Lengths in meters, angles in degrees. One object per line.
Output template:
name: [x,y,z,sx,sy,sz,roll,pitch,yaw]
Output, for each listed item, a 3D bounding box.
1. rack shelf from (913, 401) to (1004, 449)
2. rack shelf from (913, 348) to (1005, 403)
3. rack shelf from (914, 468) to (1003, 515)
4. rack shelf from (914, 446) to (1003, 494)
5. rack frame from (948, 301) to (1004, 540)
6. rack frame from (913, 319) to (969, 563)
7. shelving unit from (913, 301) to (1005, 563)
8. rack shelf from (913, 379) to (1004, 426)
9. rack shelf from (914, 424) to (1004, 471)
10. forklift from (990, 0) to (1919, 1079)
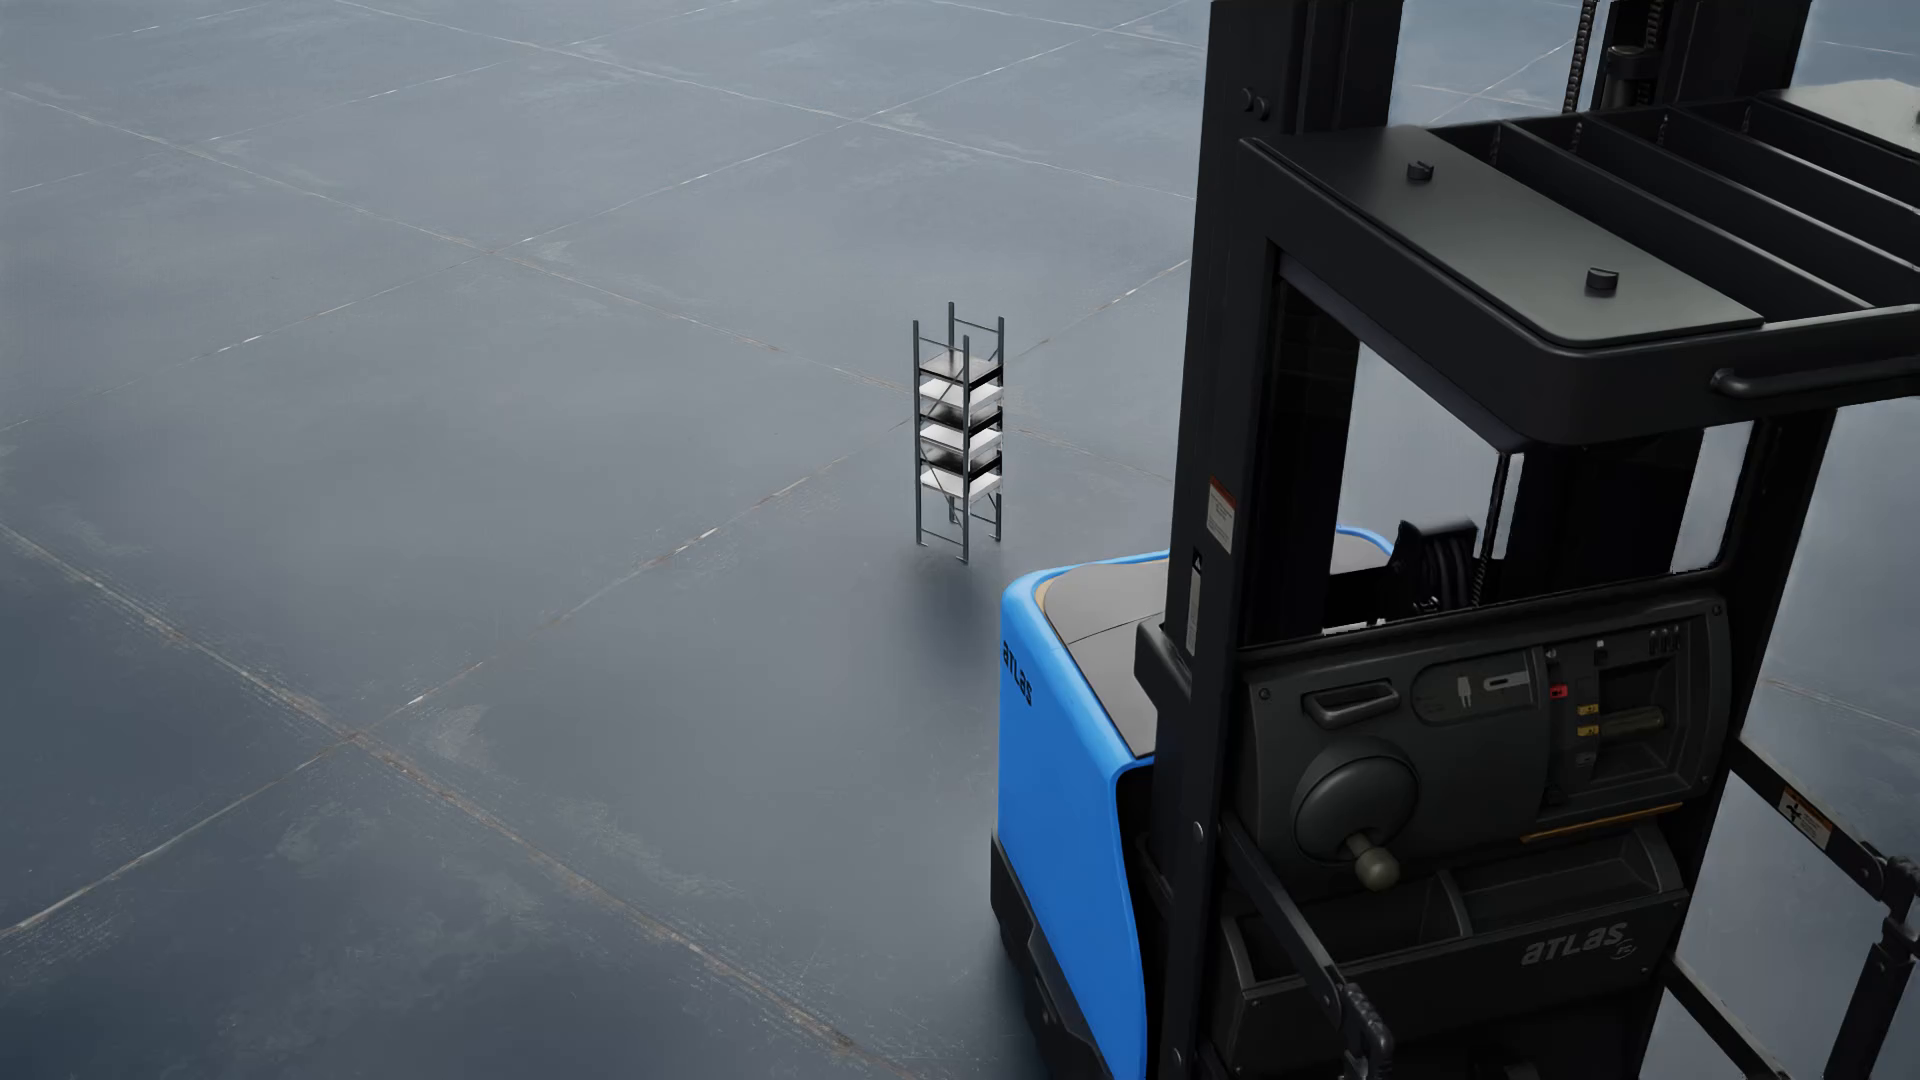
rack shelf: [-0.005,-0.433,5.986,0.258,0.077,0.200,21,37,31]
rack shelf: [-0.005,-0.587,5.894,0.258,0.077,0.200,21,37,31]
rack shelf: [-0.005,-0.200,6.124,0.258,0.077,0.200,21,37,31]
rack shelf: [-0.005,-0.278,6.078,0.258,0.077,0.200,21,37,31]
rack frame: [0.056,-0.425,6.085,0.240,0.900,0.006,21,37,31]
rack frame: [-0.066,-0.342,5.945,0.240,0.900,0.006,21,37,31]
shelving unit: [-0.005,-0.384,6.015,0.258,0.900,0.210,21,37,31]
rack shelf: [-0.005,-0.510,5.940,0.258,0.077,0.200,21,37,31]
rack shelf: [-0.005,-0.355,6.032,0.258,0.077,0.200,21,37,31]
forklift: [0.993,0.395,2.708,1.130,2.935,3.031,-9,32,-14]
